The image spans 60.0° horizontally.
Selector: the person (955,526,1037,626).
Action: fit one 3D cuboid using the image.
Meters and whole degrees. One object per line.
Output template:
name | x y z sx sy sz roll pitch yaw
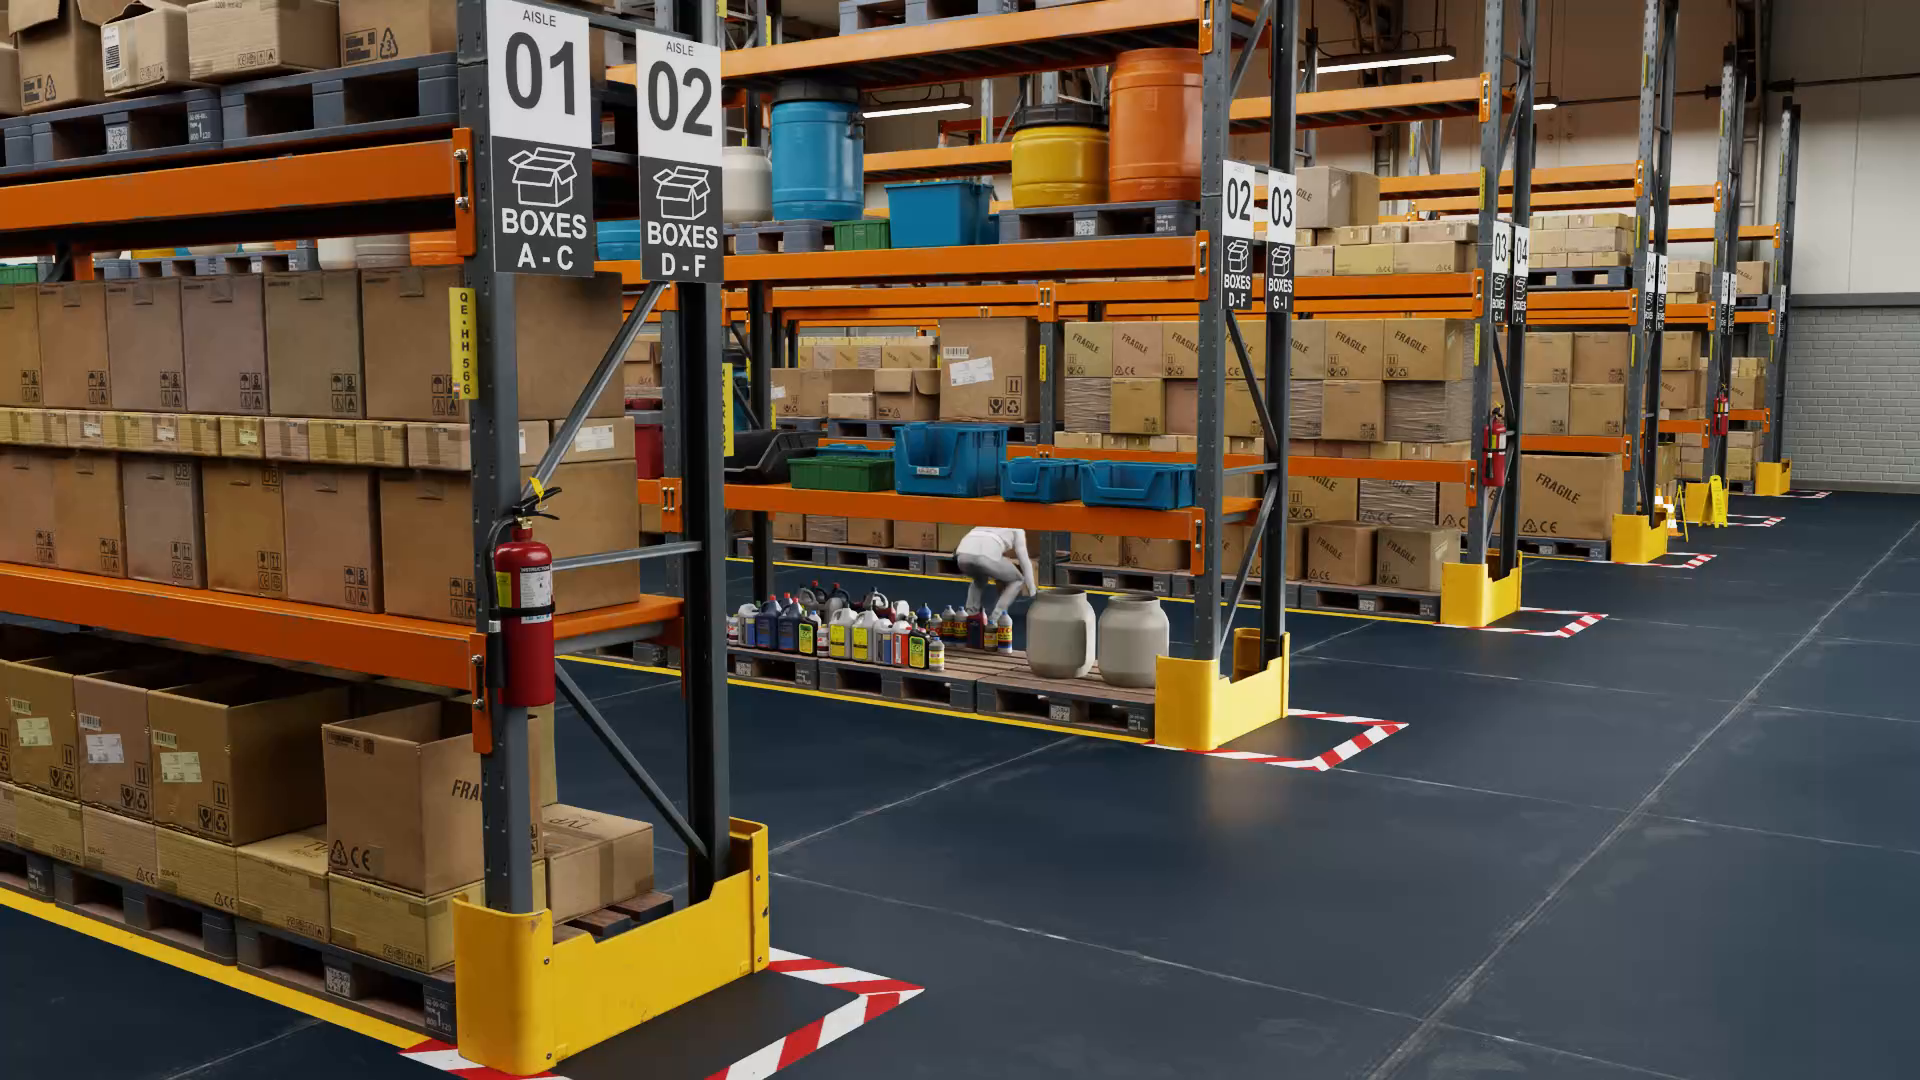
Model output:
person | 0.294 0.188 13.435 0.460 0.980 0.884 4 8 32
